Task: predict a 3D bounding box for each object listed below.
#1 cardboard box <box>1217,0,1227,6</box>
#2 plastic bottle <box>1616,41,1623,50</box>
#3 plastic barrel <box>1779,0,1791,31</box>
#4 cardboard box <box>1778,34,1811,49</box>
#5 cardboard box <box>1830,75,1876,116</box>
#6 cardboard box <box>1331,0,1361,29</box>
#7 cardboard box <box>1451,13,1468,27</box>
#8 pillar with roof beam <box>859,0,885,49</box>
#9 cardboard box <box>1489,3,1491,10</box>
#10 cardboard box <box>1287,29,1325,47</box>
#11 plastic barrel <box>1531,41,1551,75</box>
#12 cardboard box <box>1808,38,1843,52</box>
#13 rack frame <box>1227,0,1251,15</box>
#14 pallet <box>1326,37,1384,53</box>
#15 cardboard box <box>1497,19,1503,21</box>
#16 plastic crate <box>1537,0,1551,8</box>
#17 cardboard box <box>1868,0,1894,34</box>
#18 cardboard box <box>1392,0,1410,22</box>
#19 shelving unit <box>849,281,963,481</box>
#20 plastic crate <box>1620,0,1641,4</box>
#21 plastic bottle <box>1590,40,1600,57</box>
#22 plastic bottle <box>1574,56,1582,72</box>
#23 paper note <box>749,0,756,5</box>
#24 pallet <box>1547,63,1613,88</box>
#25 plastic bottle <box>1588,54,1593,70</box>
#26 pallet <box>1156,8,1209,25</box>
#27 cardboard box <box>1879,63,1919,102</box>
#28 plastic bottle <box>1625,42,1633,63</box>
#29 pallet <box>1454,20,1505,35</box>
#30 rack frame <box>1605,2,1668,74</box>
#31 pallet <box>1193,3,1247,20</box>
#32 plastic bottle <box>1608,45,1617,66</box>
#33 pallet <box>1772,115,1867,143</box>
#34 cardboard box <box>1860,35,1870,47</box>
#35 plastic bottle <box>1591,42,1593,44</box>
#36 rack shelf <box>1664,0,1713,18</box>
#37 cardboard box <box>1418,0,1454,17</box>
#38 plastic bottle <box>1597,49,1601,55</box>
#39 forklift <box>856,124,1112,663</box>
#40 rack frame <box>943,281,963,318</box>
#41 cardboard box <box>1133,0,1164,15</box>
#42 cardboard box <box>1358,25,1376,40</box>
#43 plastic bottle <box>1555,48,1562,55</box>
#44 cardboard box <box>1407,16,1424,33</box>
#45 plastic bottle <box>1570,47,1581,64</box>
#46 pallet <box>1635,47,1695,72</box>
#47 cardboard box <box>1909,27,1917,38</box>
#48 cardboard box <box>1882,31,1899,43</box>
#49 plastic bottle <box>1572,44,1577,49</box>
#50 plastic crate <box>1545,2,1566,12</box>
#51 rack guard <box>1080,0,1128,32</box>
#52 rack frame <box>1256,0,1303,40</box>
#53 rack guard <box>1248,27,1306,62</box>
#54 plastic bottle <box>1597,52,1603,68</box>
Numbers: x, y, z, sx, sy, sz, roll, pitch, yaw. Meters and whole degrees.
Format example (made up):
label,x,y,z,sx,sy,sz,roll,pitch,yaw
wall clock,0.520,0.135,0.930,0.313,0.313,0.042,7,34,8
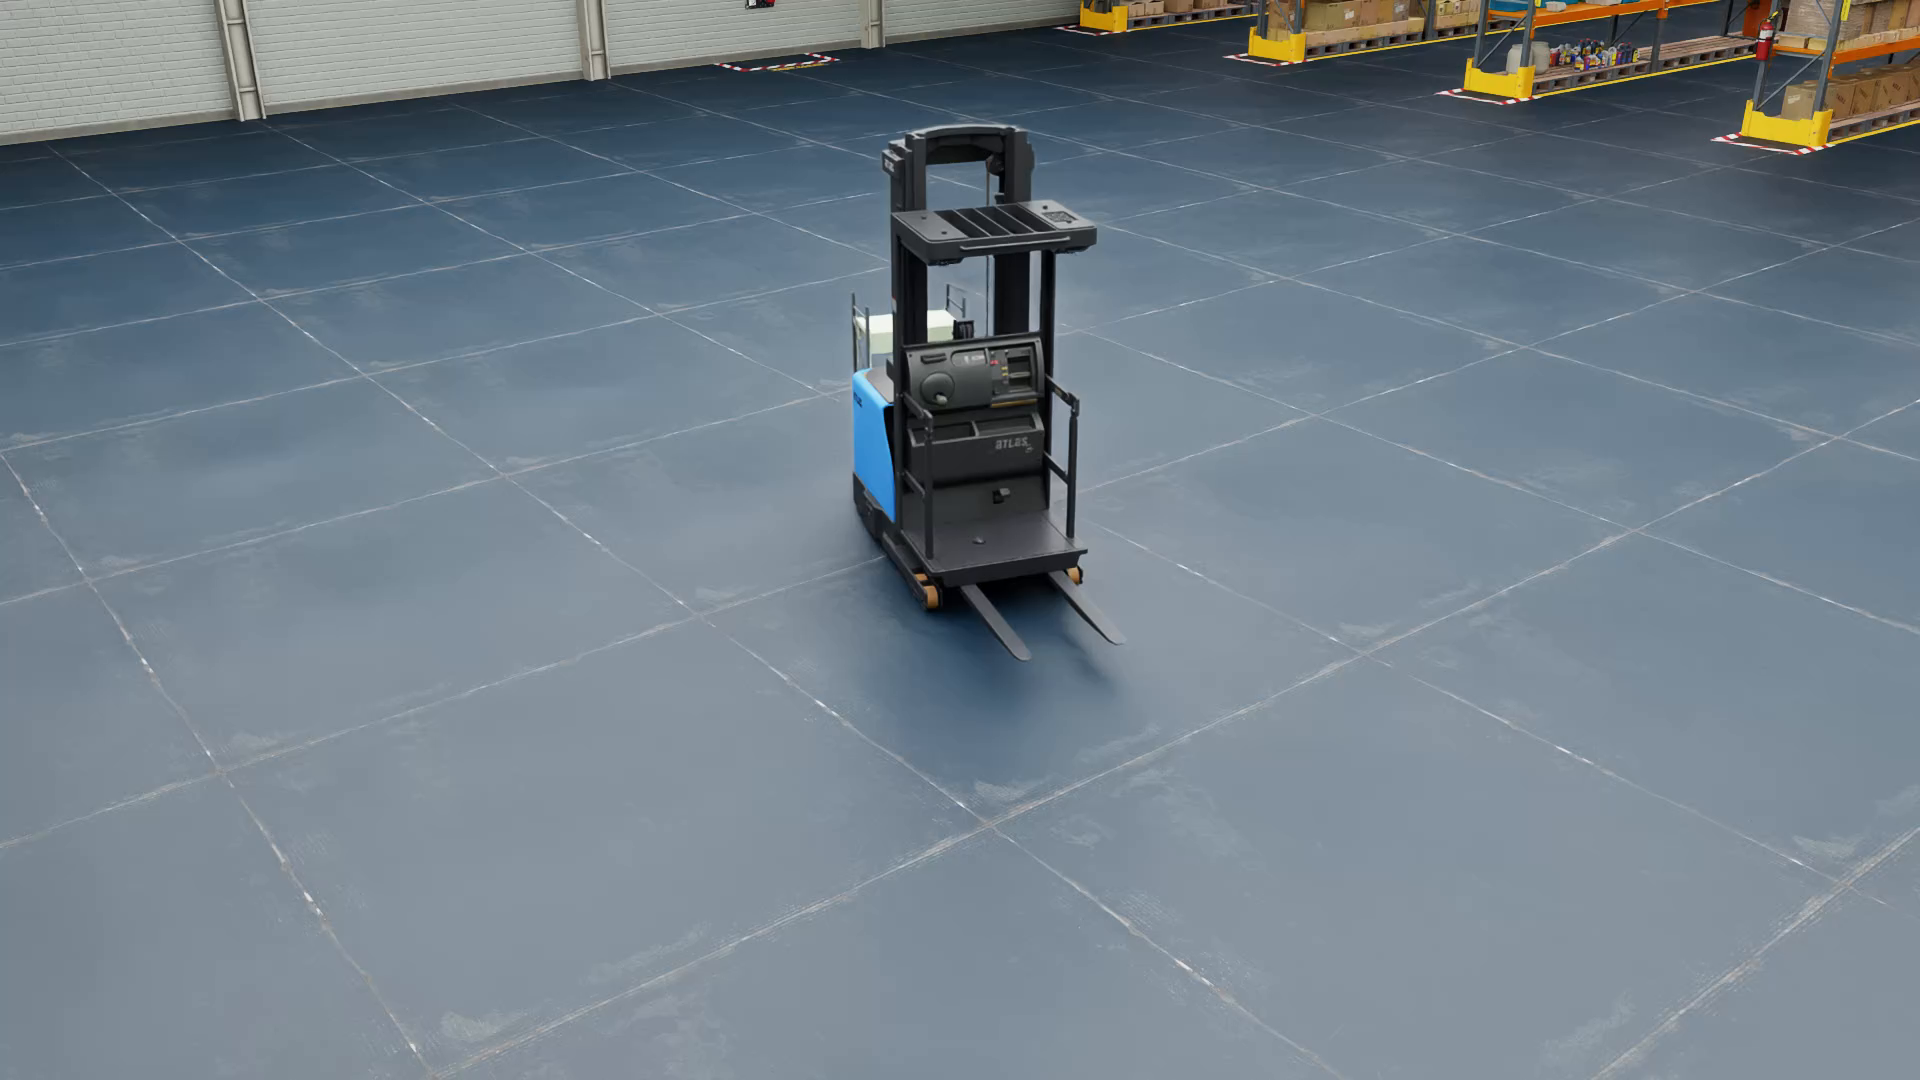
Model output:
label,x,y,z,sx,sy,sz,roll,pitch,yaw
cardboard box,5.724,-12.011,37.037,0.380,0.166,0.250,22,33,39
plastic bottle,11.822,-8.747,29.784,0.185,0.351,0.144,-18,31,-34
plastic barrel,16.650,-10.525,33.359,0.708,0.588,0.600,-18,31,-34
cardboard box,12.245,-7.312,24.368,0.250,0.149,0.380,-18,31,-34
cardboard box,13.603,-6.820,25.480,0.500,0.500,0.500,-15,29,-29
cardboard box,7.375,-10.180,32.126,0.500,0.500,0.500,-18,31,-34
cardboard box,10.059,-10.704,34.145,0.500,0.250,0.500,-17,30,-33
pillar with roof beam,0.931,-12.411,27.931,0.400,9.000,9.100,-18,31,-34
cardboard box,10.874,-11.228,34.608,0.500,0.311,0.500,-17,30,-33
cardboard box,6.598,-9.575,31.713,0.500,0.250,0.500,-18,31,-34
plastic barrel,9.957,-8.313,28.683,0.421,0.512,0.421,0,25,0
cardboard box,12.520,-7.165,24.051,0.250,0.149,0.380,-18,31,-34
rack frame,6.126,-13.246,36.854,0.127,3.000,1.000,-18,31,-34
pallet,7.574,-9.829,32.806,1.213,0.211,1.003,-18,31,-34
cardboard box,11.269,-11.106,35.011,0.500,0.250,0.500,-17,30,-33
plastic crate,9.816,-9.253,28.428,0.408,0.251,0.499,-18,31,-34
cardboard box,13.337,-7.883,24.828,0.500,0.500,0.875,-18,31,-34
cardboard box,8.555,-10.570,32.966,0.500,0.500,0.500,-18,31,-34
shelving unit,-0.390,-1.133,12.520,0.755,1.500,0.431,-8,24,-17
plastic crate,11.536,-9.519,29.001,0.616,0.251,0.499,-18,31,-34
plastic bottle,11.437,-8.842,29.989,0.185,0.351,0.144,-18,31,-34
plastic bottle,10.711,-8.254,28.818,0.097,0.271,0.097,0,25,0
paper note,-3.876,-10.064,31.046,0.142,0.148,0.016,-18,31,-34
pallet,10.725,-8.219,29.337,1.213,0.211,1.003,-18,31,-34
plastic bottle,10.981,-8.343,29.010,0.097,0.271,0.097,0,25,0
pallet,4.659,-11.476,36.354,1.213,0.211,1.003,-18,31,-34
cardboard box,14.956,-7.289,26.490,0.500,0.500,0.500,-19,31,-36
plastic bottle,11.911,-8.699,29.682,0.185,0.351,0.144,-19,31,-35
pallet,10.702,-10.864,35.034,1.213,0.211,1.003,-18,31,-34
rack frame,12.240,-9.964,29.783,0.127,3.000,1.000,-18,31,-34
pallet,5.620,-11.795,37.040,1.213,0.211,1.003,-18,31,-34
plastic bottle,11.505,-8.565,29.393,0.185,0.351,0.144,-18,31,-34
pallet,12.869,-6.238,25.068,1.213,0.211,1.003,-18,31,-34
cardboard box,13.118,-7.355,24.461,0.250,0.149,0.380,-18,31,-34
plastic bottle,11.481,-8.897,30.198,0.135,0.276,0.152,-17,30,-32
rack shelf,13.813,-10.157,31.054,4.000,0.370,1.077,-18,31,-34
cardboard box,9.665,-10.828,33.746,0.500,0.311,0.500,-18,30,-34
plastic bottle,11.309,-8.529,29.395,0.133,0.283,0.061,-18,31,-34
forklift,0.152,-1.058,10.675,1.130,2.935,3.031,-7,26,-15
rack frame,-0.045,-1.184,12.630,0.023,1.500,0.400,-8,24,-17
cardboard box,4.027,-11.484,35.731,0.500,0.311,0.500,-15,29,-30
cardboard box,7.779,-9.964,32.552,0.500,0.250,0.500,-18,31,-34
plastic bottle,10.591,-8.603,29.565,0.135,0.276,0.152,-19,31,-35
cardboard box,8.956,-10.356,33.395,0.500,0.250,0.500,-18,31,-34
plastic bottle,10.976,-8.654,29.673,0.135,0.276,0.152,-18,31,-34
pallet,12.834,-8.916,30.837,1.213,0.211,1.003,-18,31,-34
cardboard box,14.294,-7.747,25.306,0.250,0.149,0.380,-18,31,-34
cardboard box,13.760,-7.522,24.821,0.250,0.149,0.380,-18,31,-34
plastic bottle,11.044,-8.781,29.938,0.133,0.283,0.061,-17,30,-32
plastic crate,9.995,-8.931,27.871,0.250,0.136,0.298,-18,31,-34
rack guard,3.038,-11.092,35.184,0.348,0.500,1.175,-18,31,-34
rack frame,6.038,-10.566,31.082,0.127,3.000,1.000,-18,31,-34
rack guard,6.019,-9.426,31.594,0.348,0.500,1.175,-18,31,-34
plastic bottle,11.219,-8.422,29.179,0.097,0.271,0.097,0,25,0
